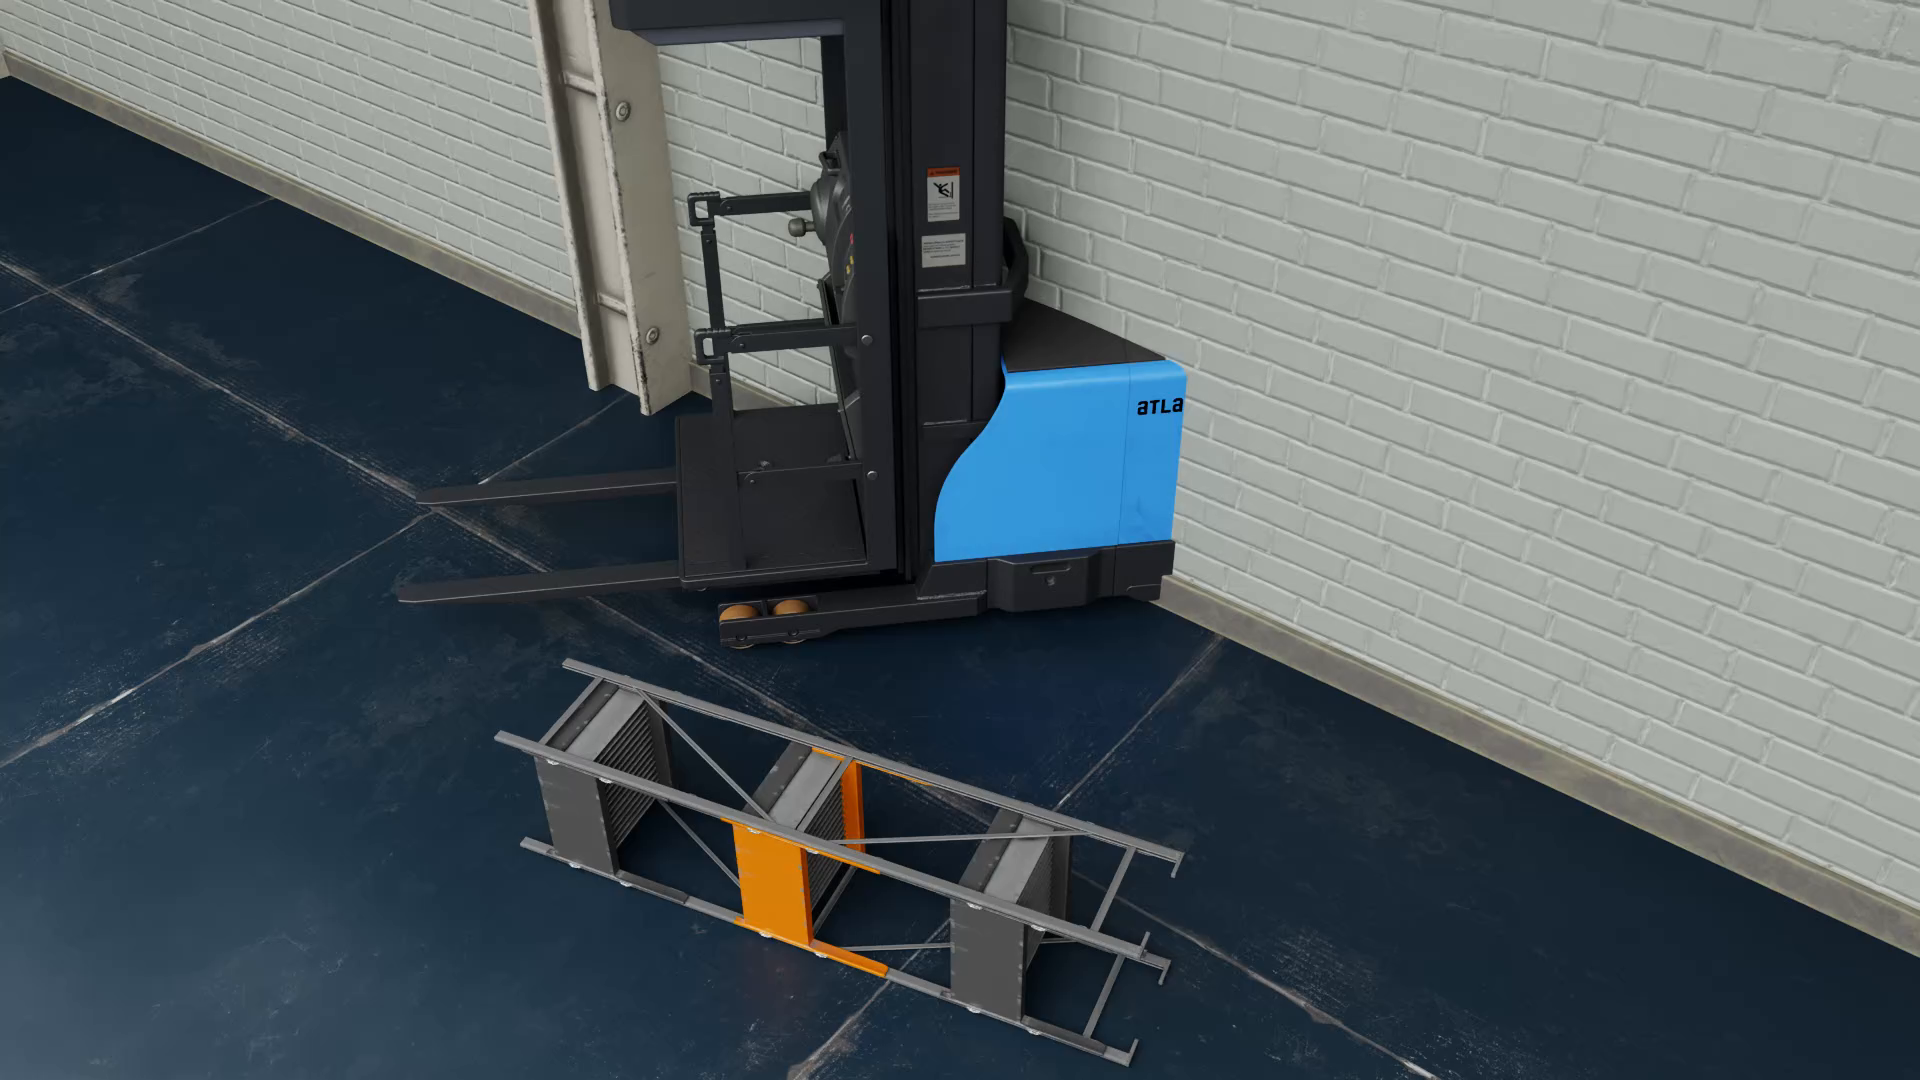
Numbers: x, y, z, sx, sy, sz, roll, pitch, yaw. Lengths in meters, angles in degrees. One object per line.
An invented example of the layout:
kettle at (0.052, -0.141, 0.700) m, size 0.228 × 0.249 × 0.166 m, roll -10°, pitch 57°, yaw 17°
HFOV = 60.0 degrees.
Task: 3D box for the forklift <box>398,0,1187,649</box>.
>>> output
forklift at (-0.617, -1.097, 5.773) m, size 3.031 × 2.935 × 1.130 m, roll -5°, pitch 38°, yaw -7°

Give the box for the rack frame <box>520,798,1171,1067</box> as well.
rack frame at (-0.398, 1.144, 5.265) m, size 2.100 × 0.015 × 0.400 m, roll 15°, pitch 40°, yaw 18°

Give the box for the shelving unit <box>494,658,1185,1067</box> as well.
shelving unit at (-0.398, 0.952, 5.115) m, size 2.100 × 0.503 × 0.431 m, roll 15°, pitch 40°, yaw 18°

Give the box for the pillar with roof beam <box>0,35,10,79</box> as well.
pillar with roof beam at (-8.840, -4.387, 5.053) m, size 0.400 × 9.000 × 9.100 m, roll 25°, pitch 45°, yaw 29°

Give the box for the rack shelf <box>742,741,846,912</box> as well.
rack shelf at (-0.511, 0.922, 5.154) m, size 0.174 × 0.457 × 0.368 m, roll 15°, pitch 40°, yaw 18°

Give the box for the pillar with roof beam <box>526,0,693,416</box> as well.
pillar with roof beam at (-4.074, -2.140, 2.183) m, size 0.400 × 9.000 × 9.100 m, roll 25°, pitch 45°, yaw 29°

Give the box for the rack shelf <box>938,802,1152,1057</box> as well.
rack shelf at (0.257, 1.127, 4.892) m, size 0.518 × 0.480 × 0.431 m, roll 15°, pitch 40°, yaw 18°

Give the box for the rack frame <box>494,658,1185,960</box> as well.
rack frame at (-0.398, 0.760, 4.965) m, size 2.100 × 0.015 × 0.400 m, roll 15°, pitch 40°, yaw 18°

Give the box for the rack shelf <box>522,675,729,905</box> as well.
rack shelf at (-1.028, 0.784, 5.330) m, size 0.518 × 0.480 × 0.431 m, roll 15°, pitch 40°, yaw 18°
